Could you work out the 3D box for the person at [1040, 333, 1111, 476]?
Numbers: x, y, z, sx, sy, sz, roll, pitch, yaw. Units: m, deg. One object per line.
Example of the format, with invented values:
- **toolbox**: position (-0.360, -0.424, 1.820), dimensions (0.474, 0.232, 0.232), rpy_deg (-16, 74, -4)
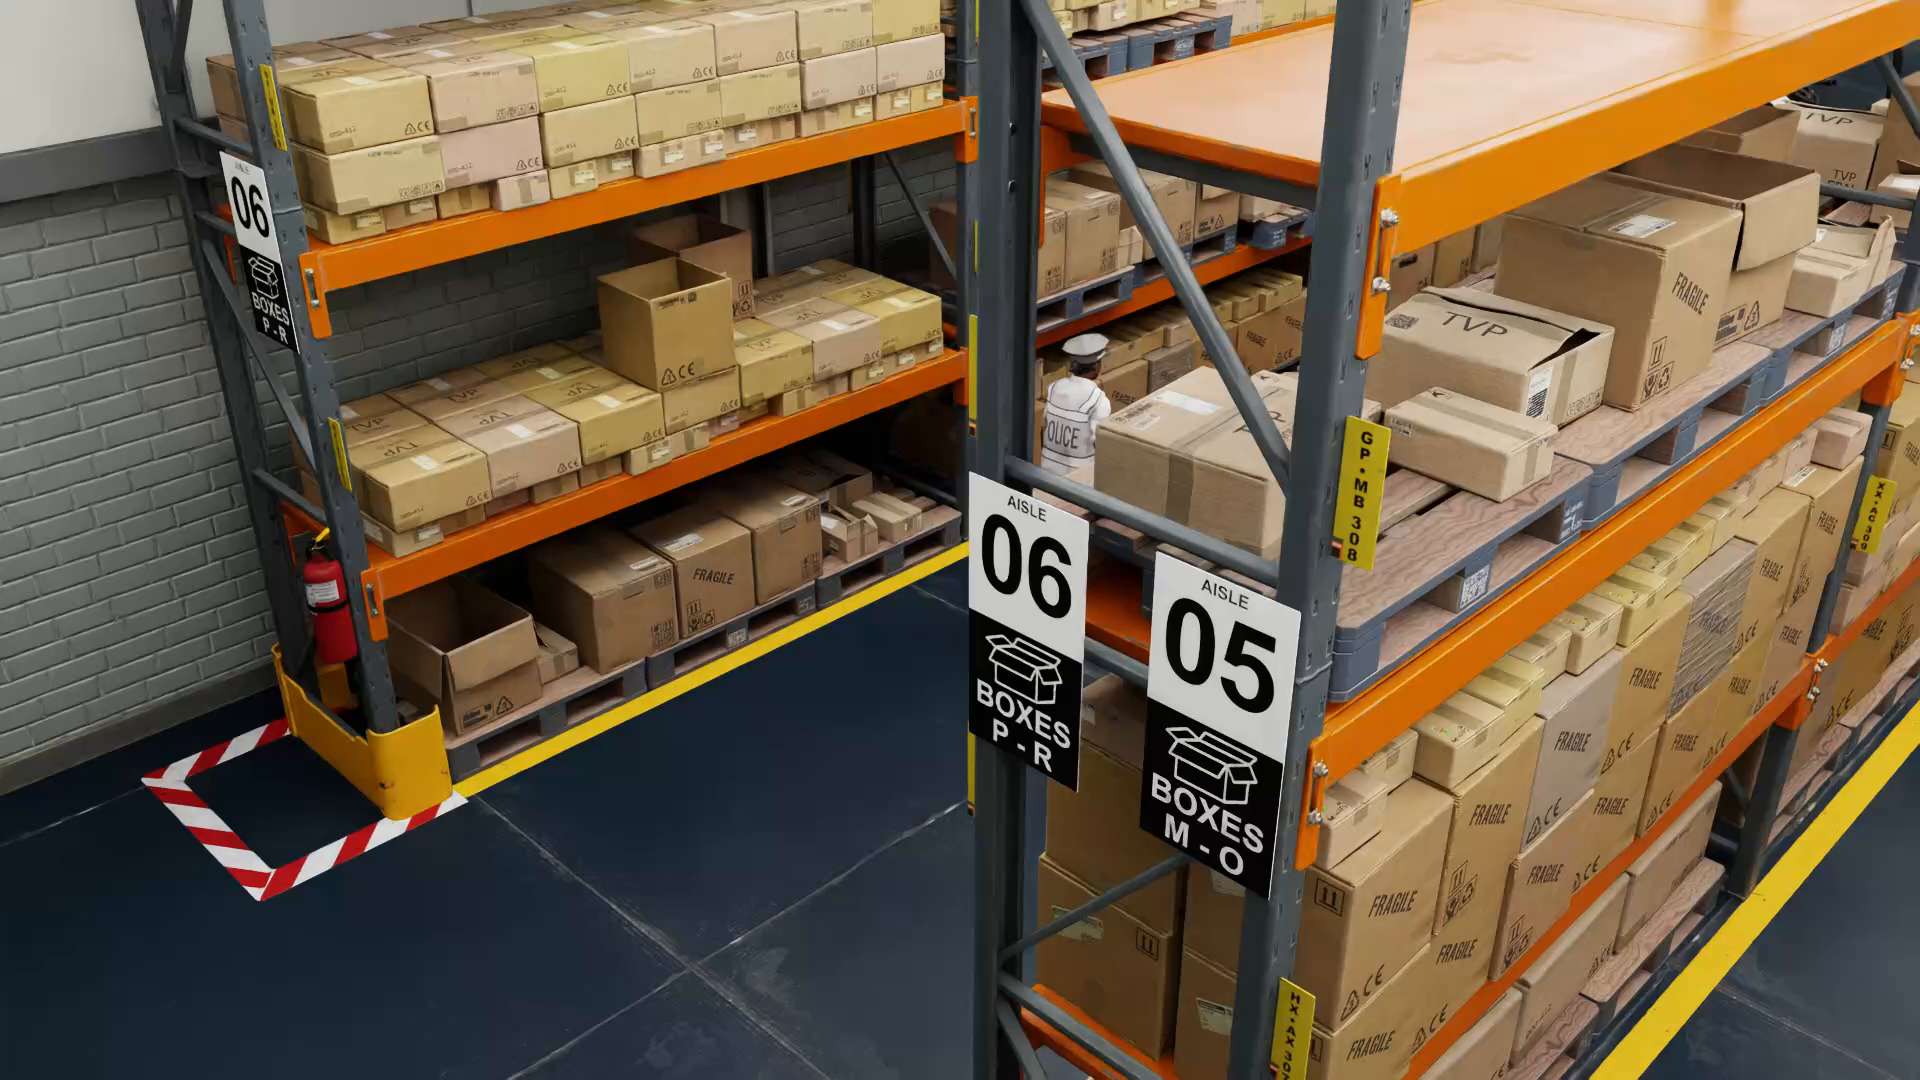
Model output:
- **person**: position (0.682, -0.354, 9.574), dimensions (0.505, 1.657, 0.395), rpy_deg (23, 36, 37)
